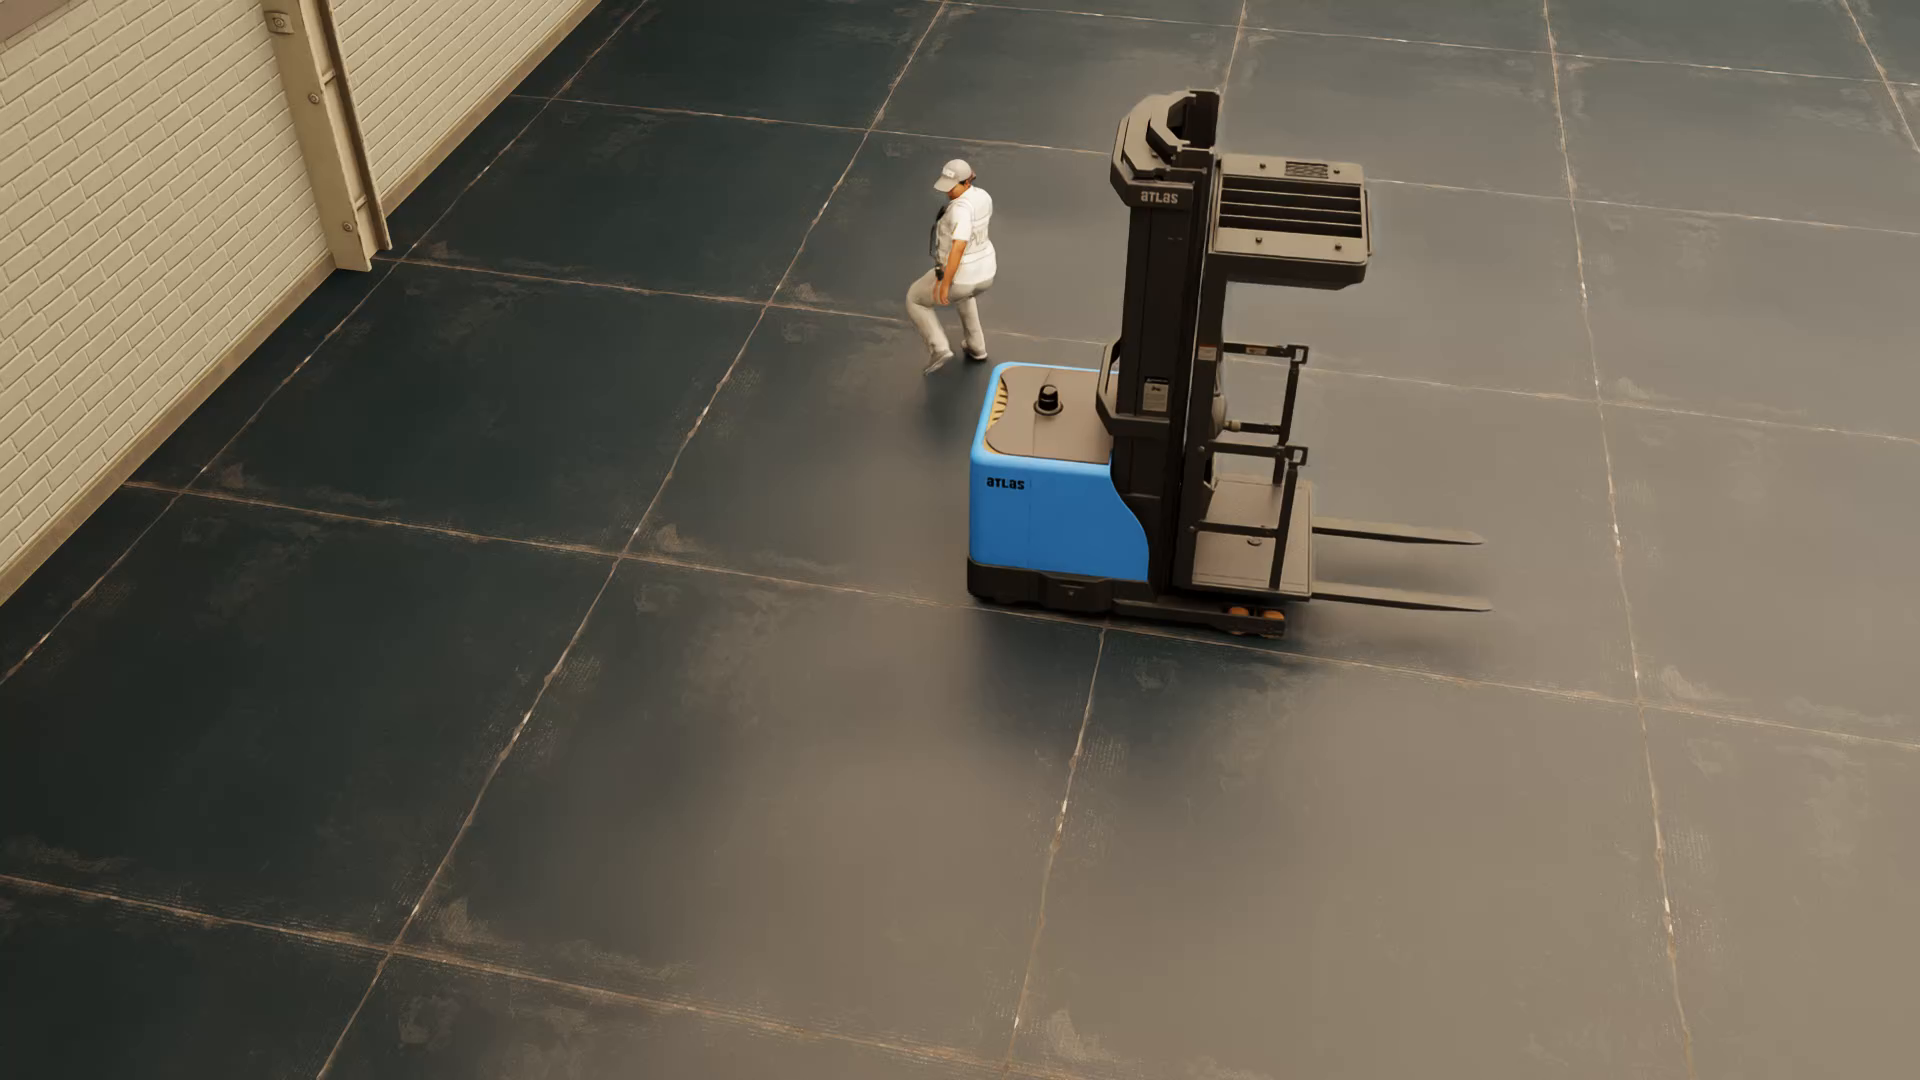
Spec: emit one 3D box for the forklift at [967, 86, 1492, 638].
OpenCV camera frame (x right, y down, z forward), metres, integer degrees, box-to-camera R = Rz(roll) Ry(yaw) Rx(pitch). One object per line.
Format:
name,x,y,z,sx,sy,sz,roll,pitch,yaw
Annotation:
forklift,1.606,-0.925,9.165,3.031,2.935,1.130,6,40,7

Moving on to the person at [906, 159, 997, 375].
person,-0.035,-1.867,11.397,0.556,1.572,0.755,30,48,31
